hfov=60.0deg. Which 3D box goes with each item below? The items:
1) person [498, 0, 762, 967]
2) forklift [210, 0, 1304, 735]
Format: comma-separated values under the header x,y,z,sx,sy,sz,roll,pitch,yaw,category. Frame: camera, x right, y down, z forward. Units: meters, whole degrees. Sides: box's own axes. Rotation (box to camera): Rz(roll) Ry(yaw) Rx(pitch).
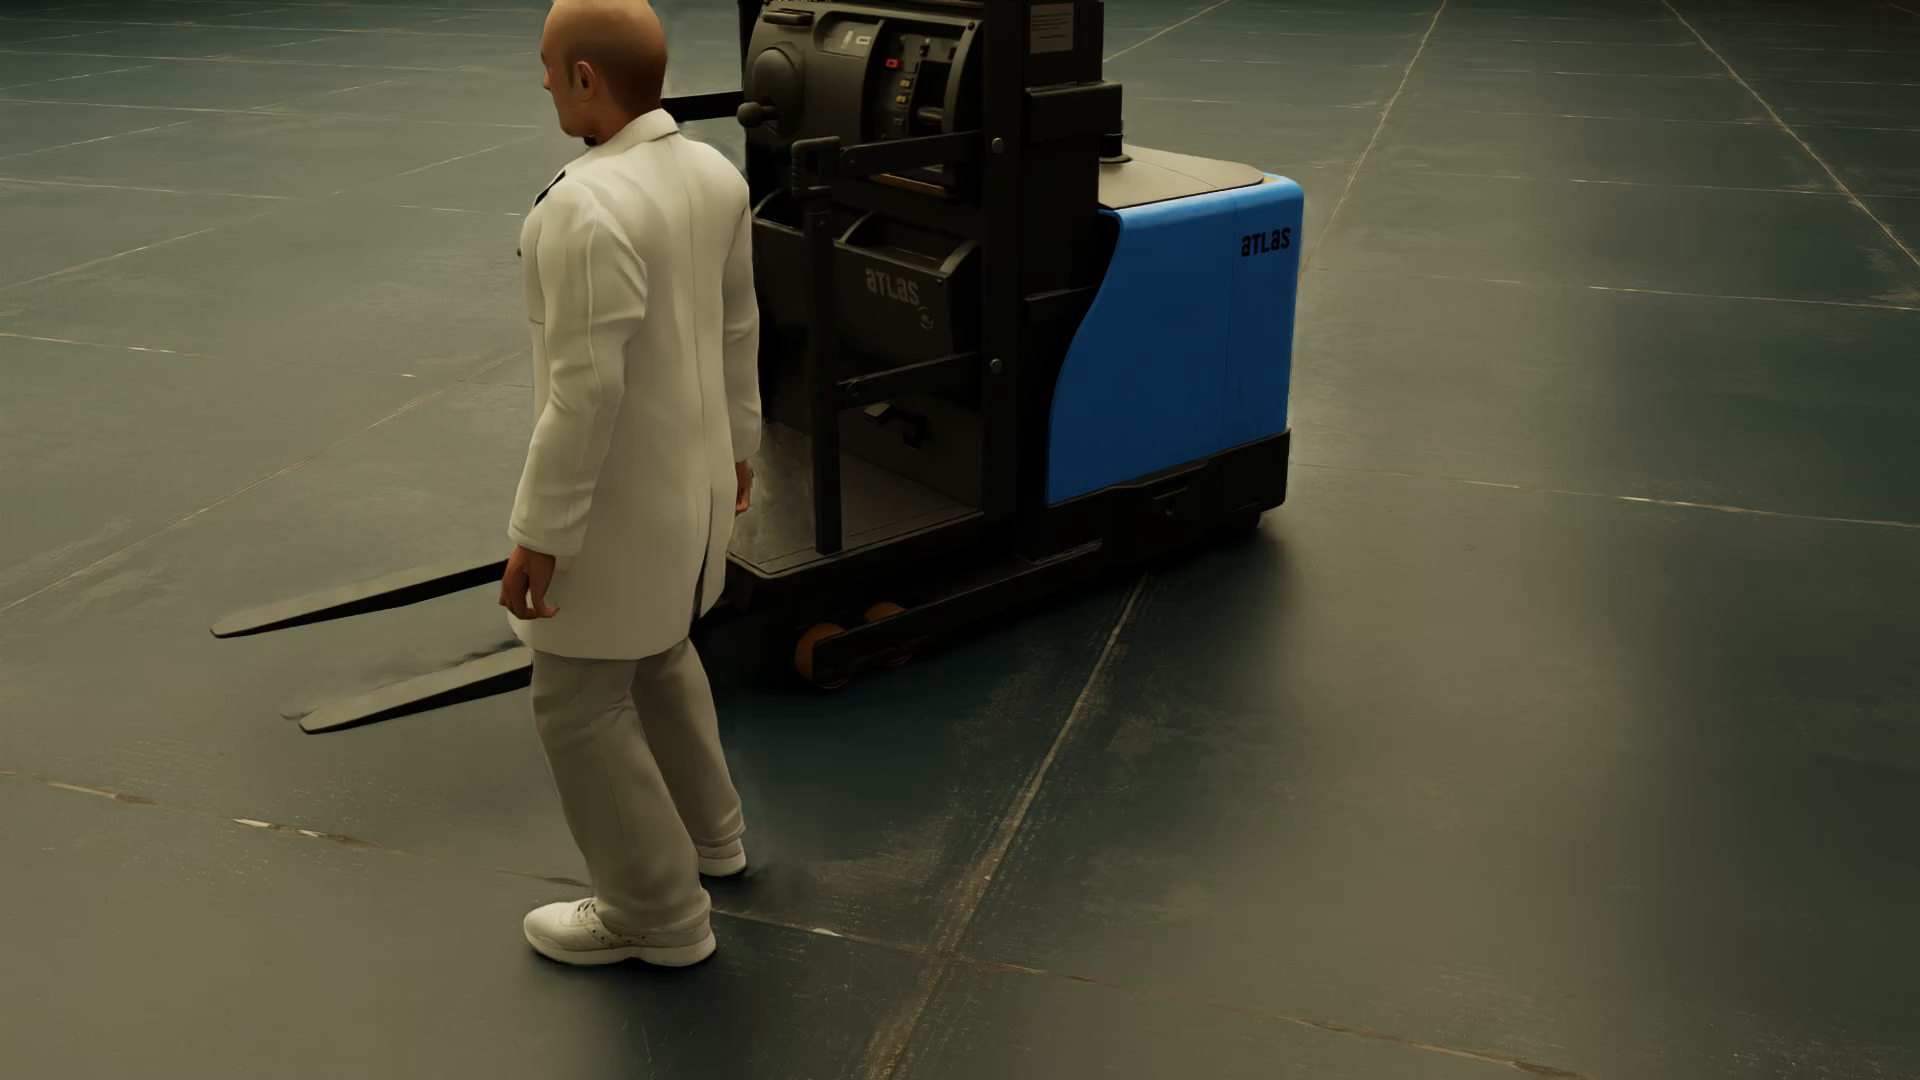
x,y,z,sx,sy,sz,roll,pitch,yaw,category
-0.635,-0.086,3.025,0.440,1.766,0.724,8,24,18,person
-0.434,-1.204,4.195,3.031,2.935,1.130,-17,28,-36,forklift
